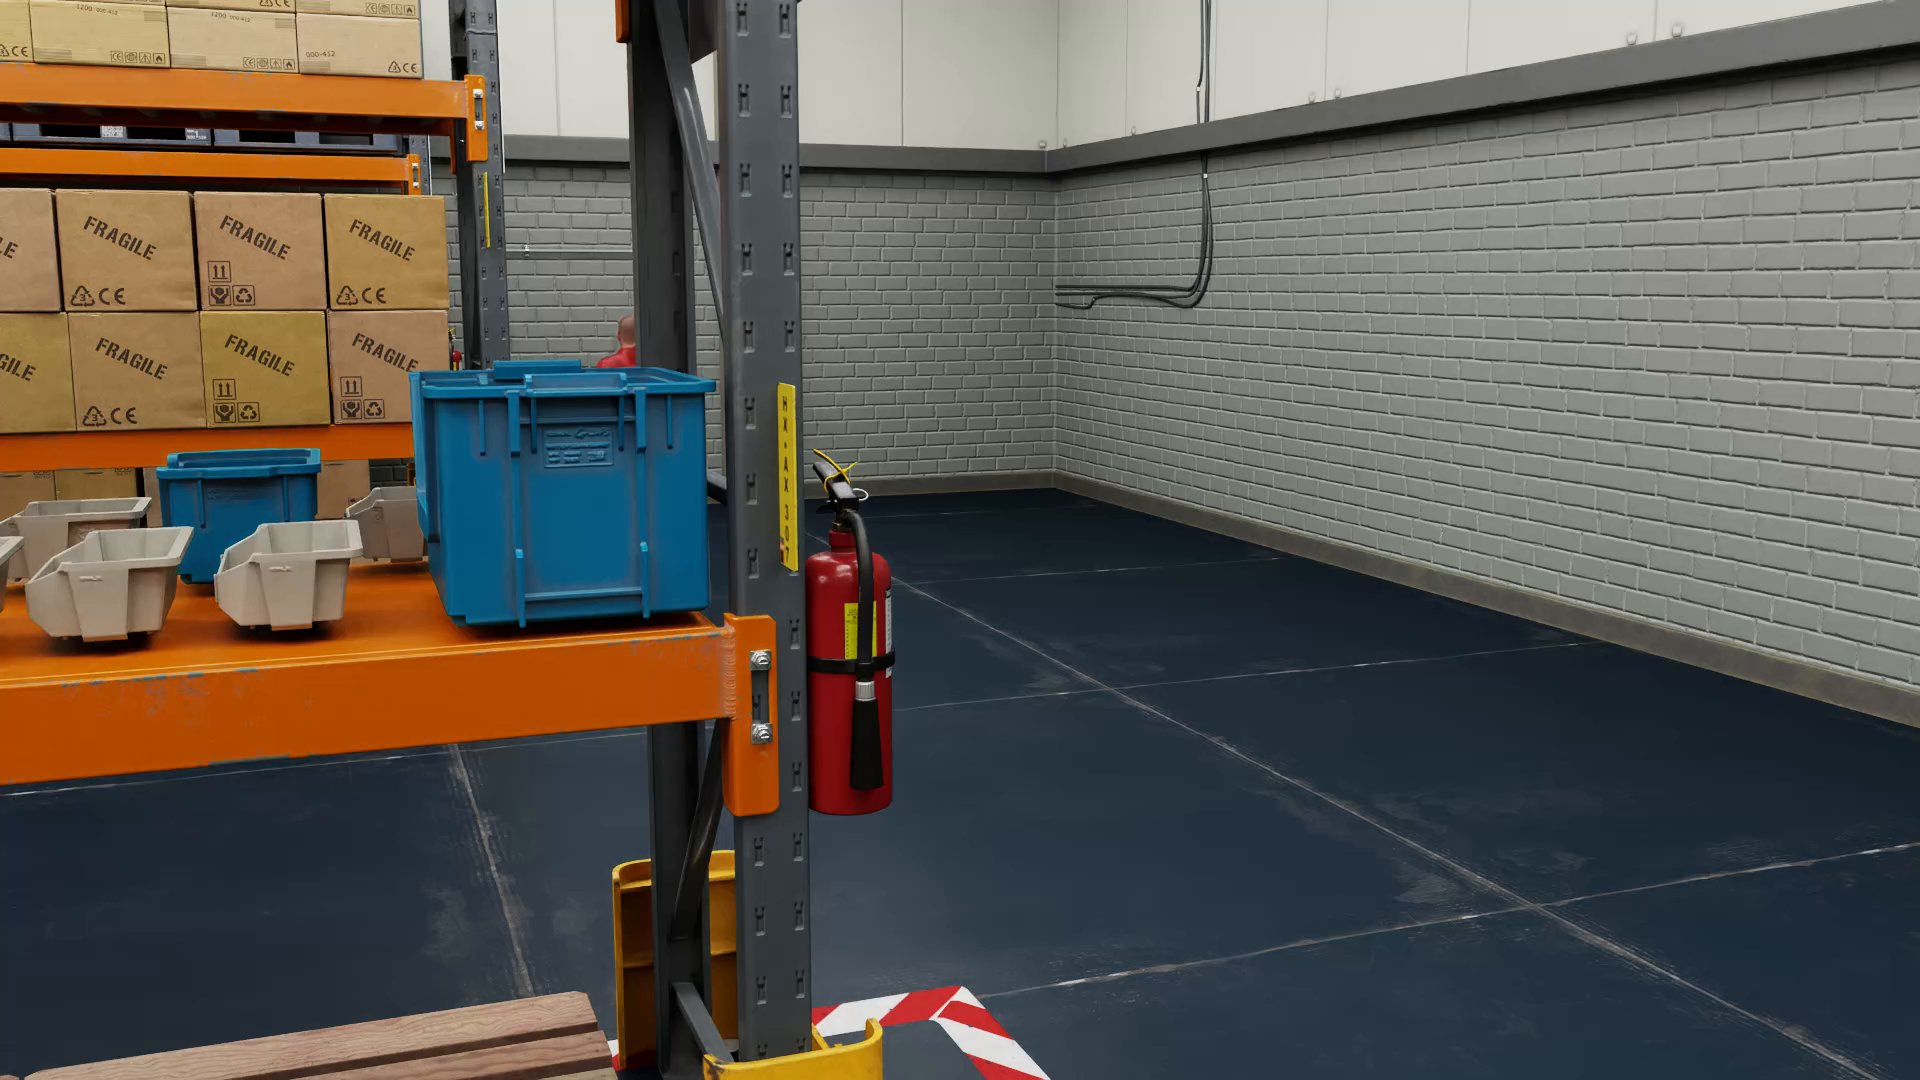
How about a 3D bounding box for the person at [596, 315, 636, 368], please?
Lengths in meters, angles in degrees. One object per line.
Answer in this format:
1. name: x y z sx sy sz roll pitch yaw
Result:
1. person: -2.146 -0.682 10.992 0.563 1.598 0.816 -3 9 -17
